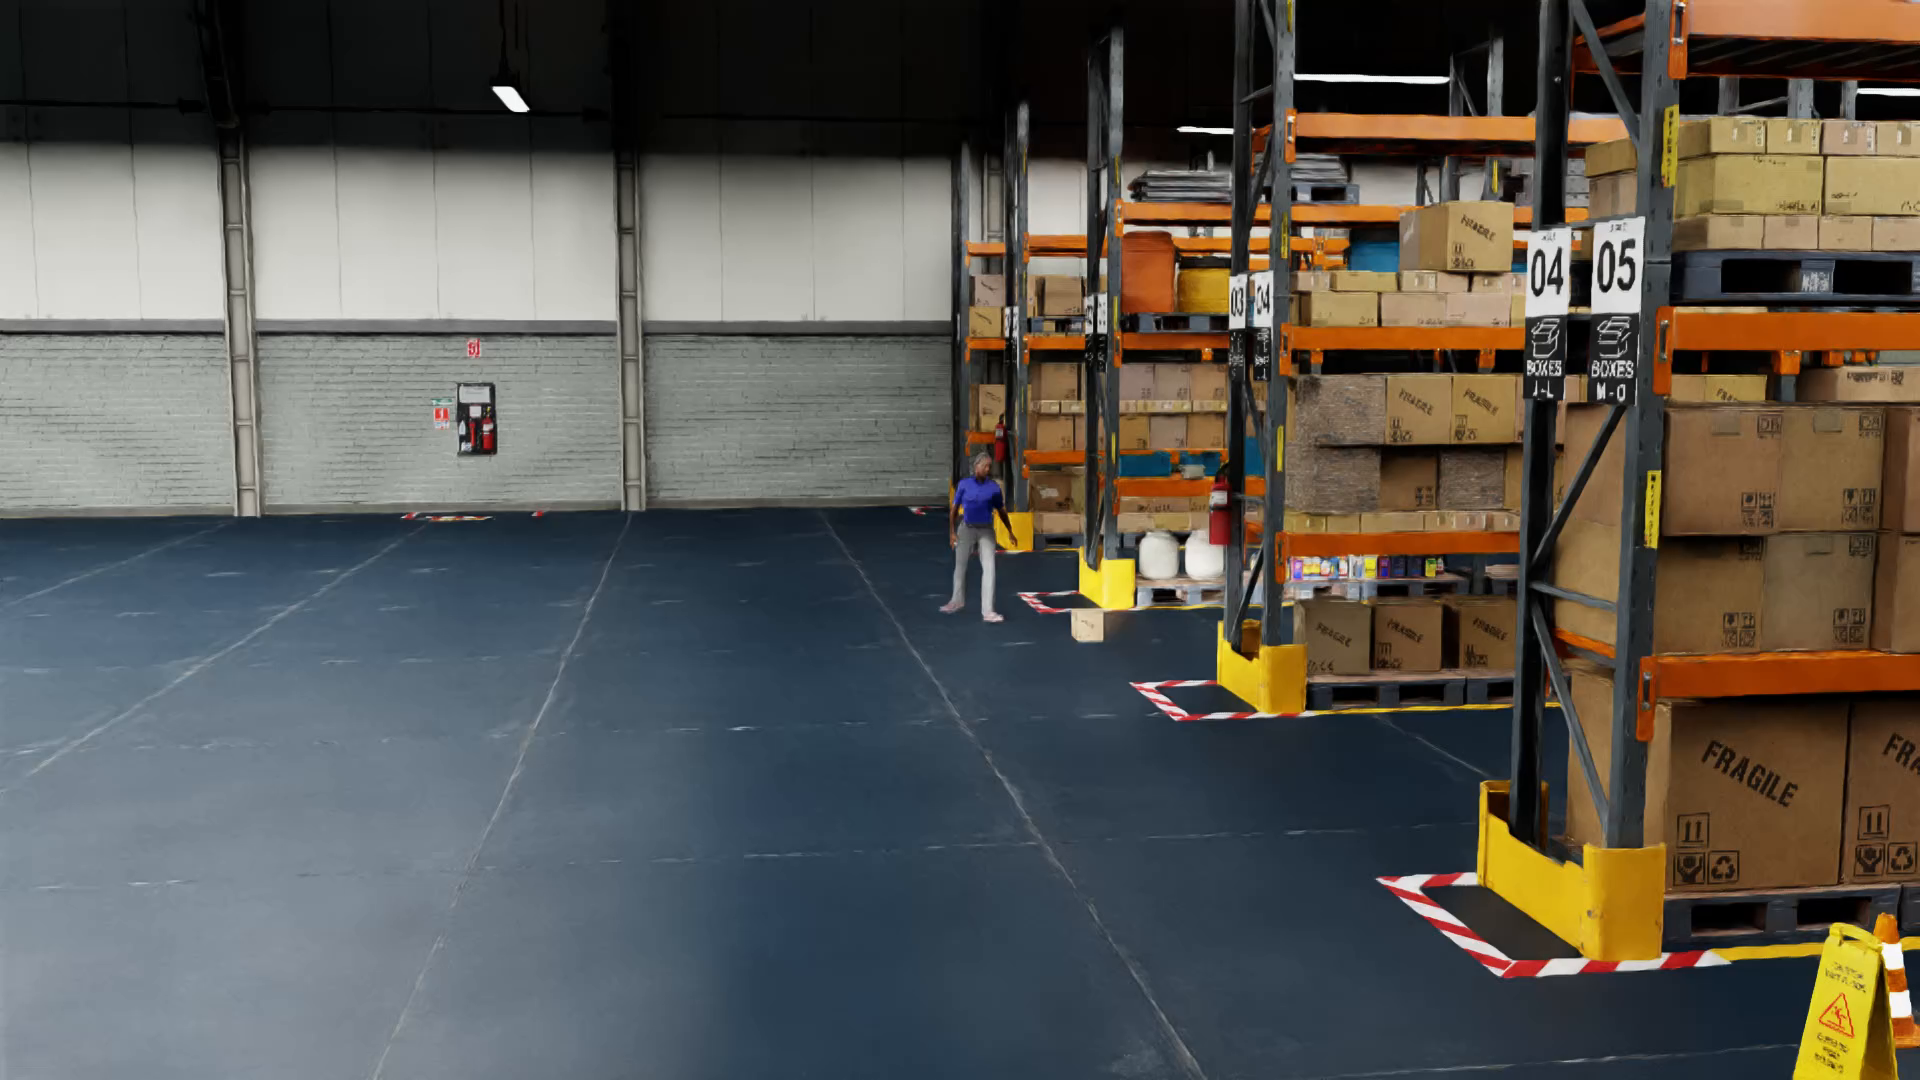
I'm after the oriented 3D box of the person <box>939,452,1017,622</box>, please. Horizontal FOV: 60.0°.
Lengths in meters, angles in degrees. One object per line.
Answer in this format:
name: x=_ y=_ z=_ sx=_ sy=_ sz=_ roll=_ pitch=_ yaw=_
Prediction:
person: x=0.210 y=-0.045 z=16.299 sx=0.749 sy=1.634 sz=0.745 roll=-1 pitch=7 yaw=-11
